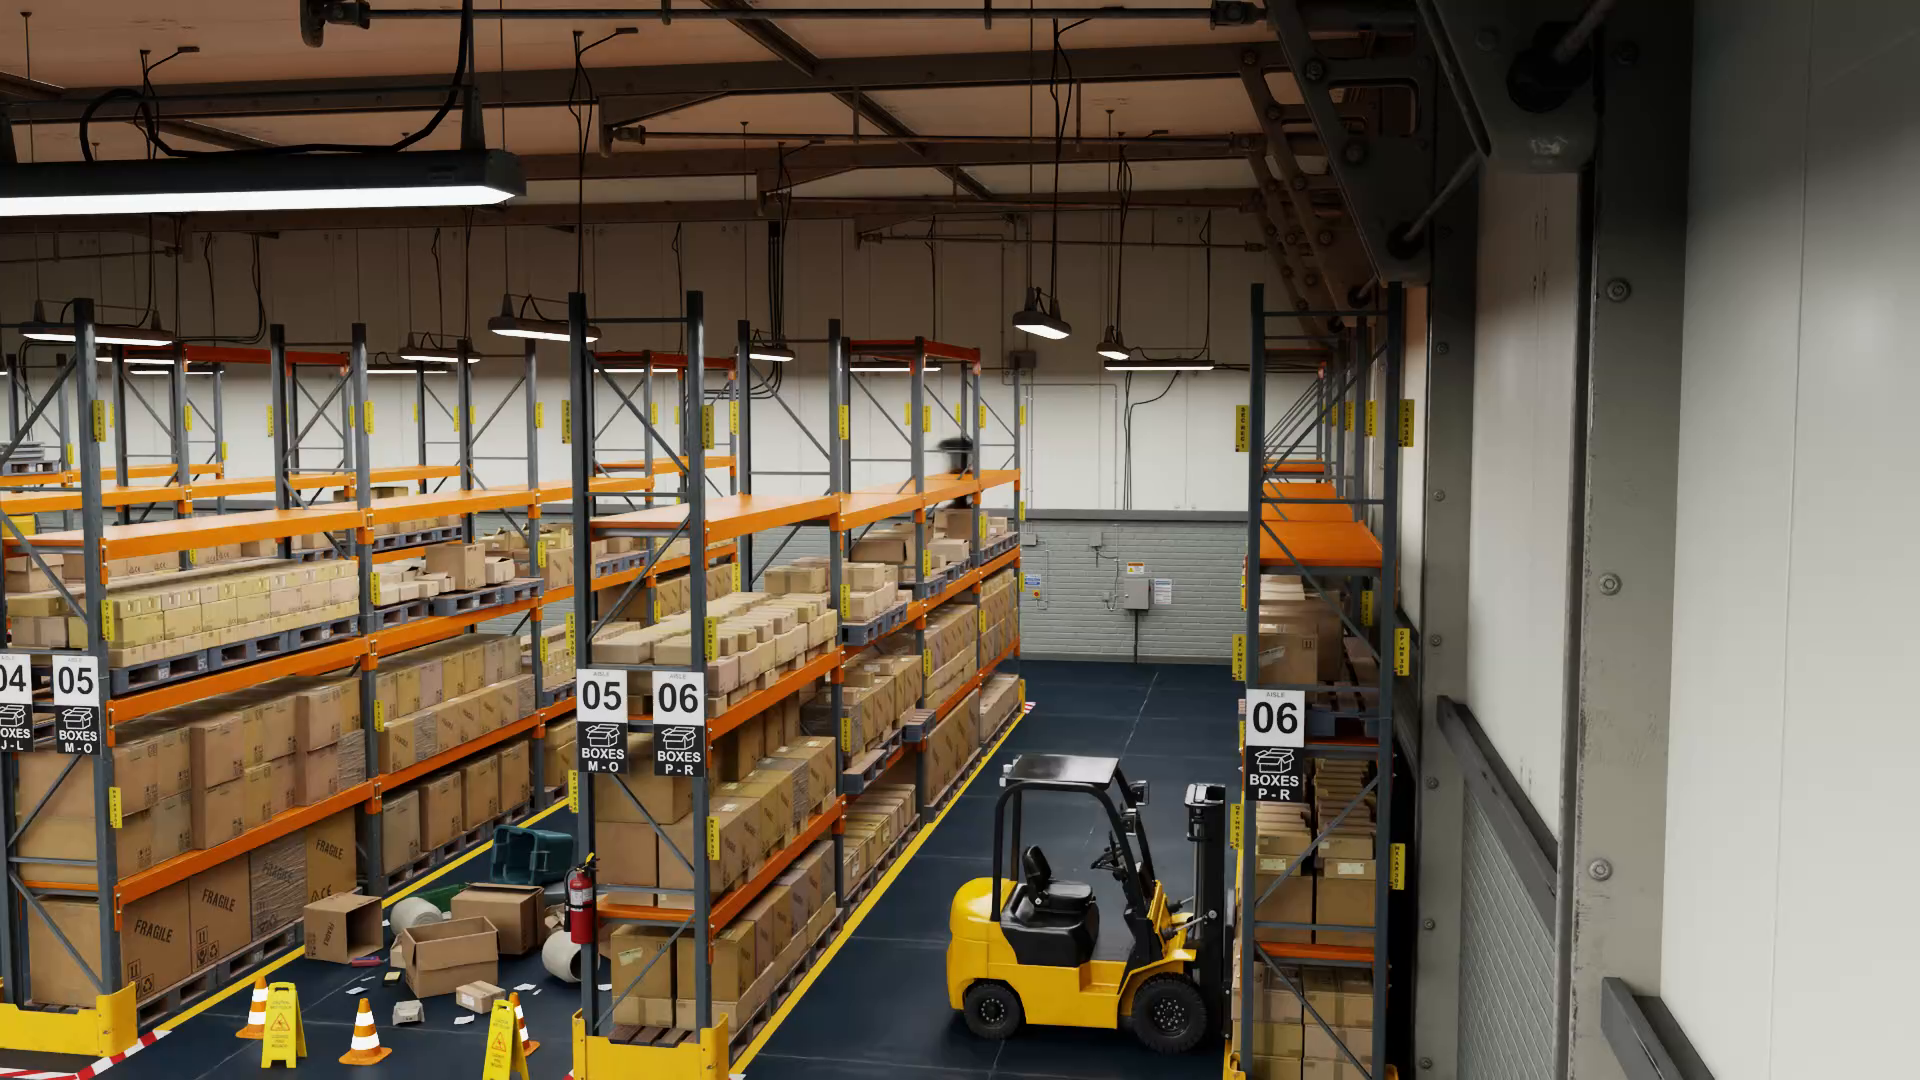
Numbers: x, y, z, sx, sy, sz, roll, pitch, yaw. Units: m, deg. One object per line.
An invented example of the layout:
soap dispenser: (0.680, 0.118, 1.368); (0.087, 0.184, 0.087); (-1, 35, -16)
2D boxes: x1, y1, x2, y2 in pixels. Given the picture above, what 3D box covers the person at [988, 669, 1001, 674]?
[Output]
person: (0.510, 1.960, 29.903); (0.746, 1.501, 0.602); (-1, 5, -11)
